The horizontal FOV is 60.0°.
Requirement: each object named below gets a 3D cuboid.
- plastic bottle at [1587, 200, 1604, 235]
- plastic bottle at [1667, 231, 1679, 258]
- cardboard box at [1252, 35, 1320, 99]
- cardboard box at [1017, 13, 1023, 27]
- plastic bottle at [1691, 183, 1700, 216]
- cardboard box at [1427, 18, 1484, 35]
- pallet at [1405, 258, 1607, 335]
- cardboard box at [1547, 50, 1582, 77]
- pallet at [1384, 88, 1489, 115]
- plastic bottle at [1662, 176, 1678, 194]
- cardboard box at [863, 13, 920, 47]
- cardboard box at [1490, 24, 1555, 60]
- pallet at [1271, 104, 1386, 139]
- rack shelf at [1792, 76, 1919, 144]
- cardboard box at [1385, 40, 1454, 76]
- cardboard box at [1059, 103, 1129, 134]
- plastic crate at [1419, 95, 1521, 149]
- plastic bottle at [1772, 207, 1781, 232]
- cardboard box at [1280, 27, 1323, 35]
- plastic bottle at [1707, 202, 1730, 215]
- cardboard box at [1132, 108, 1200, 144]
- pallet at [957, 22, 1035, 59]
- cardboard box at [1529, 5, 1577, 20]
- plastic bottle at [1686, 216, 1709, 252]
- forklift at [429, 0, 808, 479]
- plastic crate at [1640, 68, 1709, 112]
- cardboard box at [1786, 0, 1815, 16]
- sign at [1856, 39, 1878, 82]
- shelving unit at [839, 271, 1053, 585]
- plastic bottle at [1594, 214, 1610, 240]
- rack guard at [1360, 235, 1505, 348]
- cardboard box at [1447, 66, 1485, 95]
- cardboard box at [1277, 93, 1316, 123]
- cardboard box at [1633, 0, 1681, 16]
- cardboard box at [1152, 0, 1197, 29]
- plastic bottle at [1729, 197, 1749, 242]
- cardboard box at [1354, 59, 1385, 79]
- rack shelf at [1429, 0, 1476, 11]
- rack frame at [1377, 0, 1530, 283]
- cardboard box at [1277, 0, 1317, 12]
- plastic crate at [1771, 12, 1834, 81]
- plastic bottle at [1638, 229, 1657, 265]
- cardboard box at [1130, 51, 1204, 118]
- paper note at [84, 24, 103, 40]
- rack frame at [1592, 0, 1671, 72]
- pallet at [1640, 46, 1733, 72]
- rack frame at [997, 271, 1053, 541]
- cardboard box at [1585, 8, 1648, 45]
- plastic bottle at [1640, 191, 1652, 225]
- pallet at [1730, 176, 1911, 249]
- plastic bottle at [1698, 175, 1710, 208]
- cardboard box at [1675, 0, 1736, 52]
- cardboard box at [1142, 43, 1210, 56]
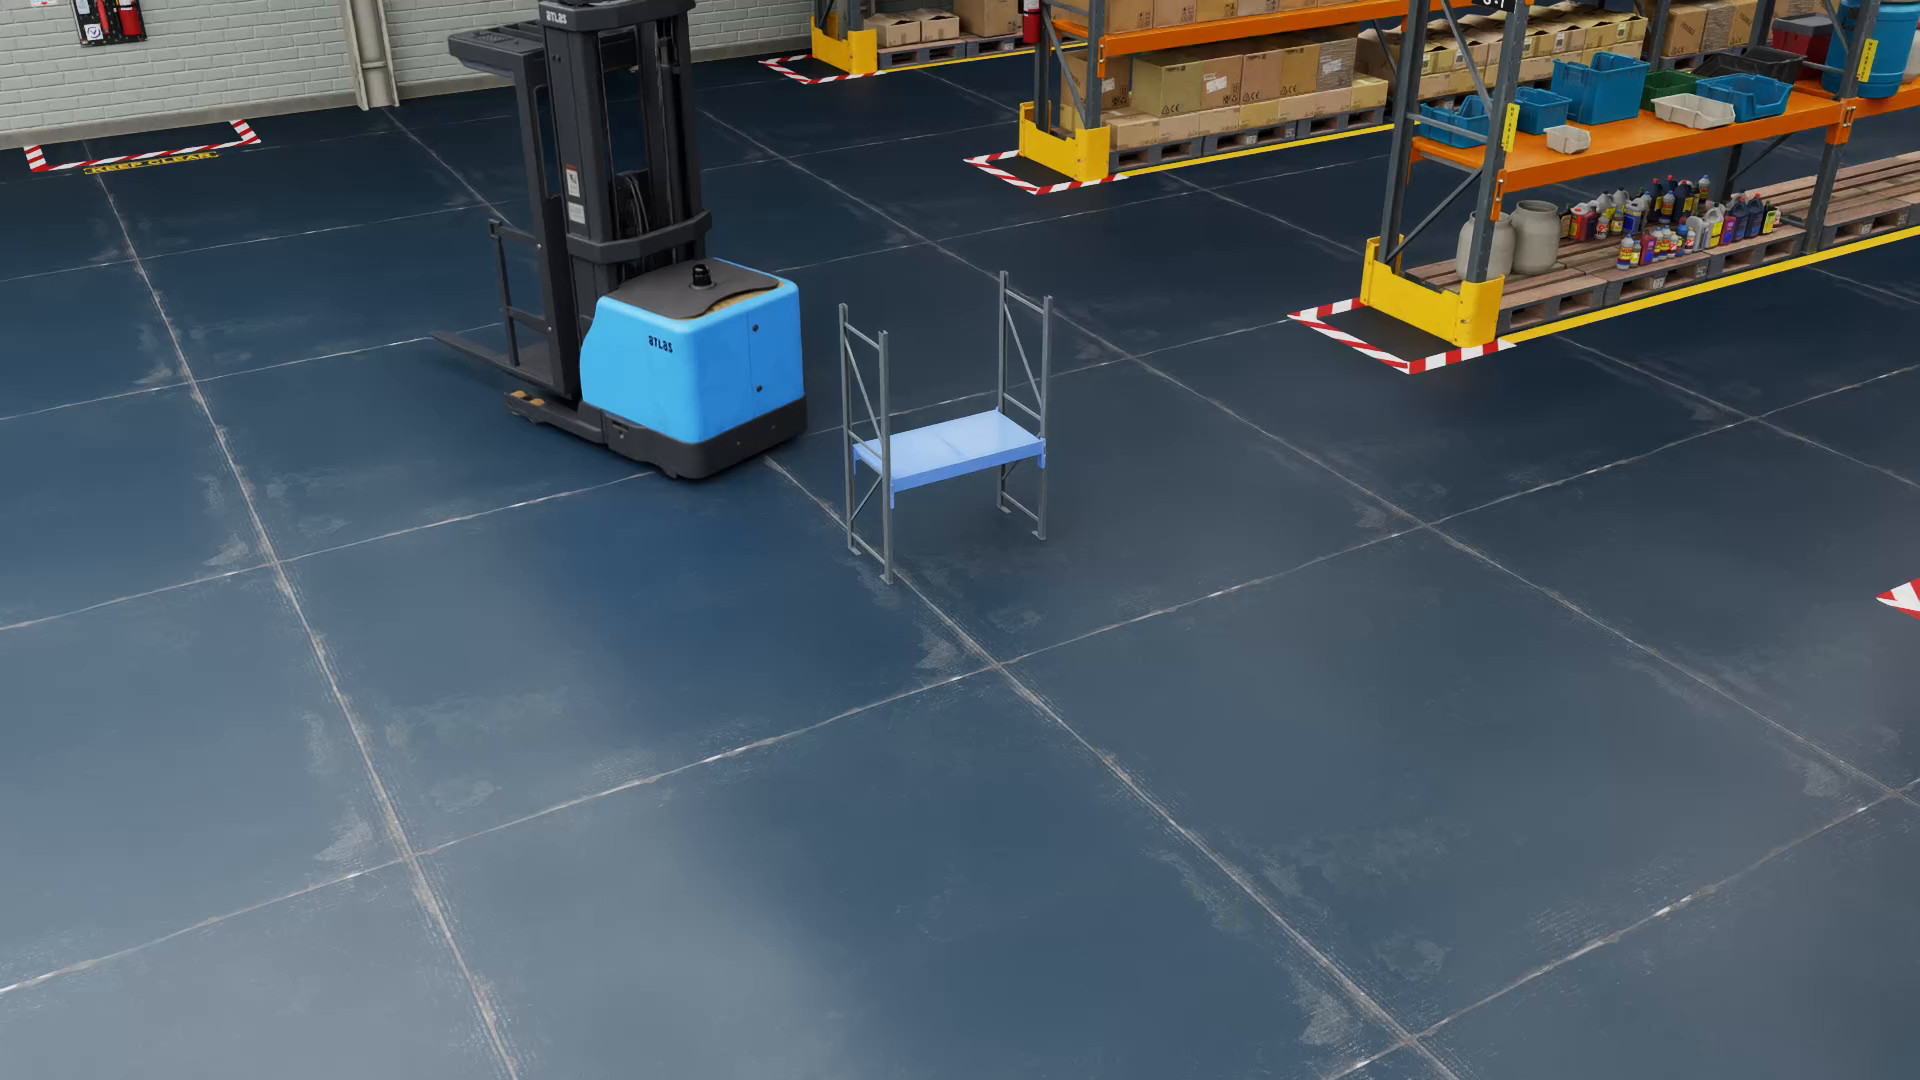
[{"bbox_3d":[5.257,-2.688,13.880,0.135,0.276,0.152,-17,33,-28],"label":"plastic bottle"},{"bbox_3d":[5.733,-2.386,13.409,0.097,0.201,0.097,0,29,0],"label":"plastic bottle"},{"bbox_3d":[3.332,-4.877,17.118,0.500,0.500,0.500,-16,33,-26],"label":"cardboard box"},{"bbox_3d":[0.585,-6.639,21.171,0.250,0.149,0.380,-19,34,-30],"label":"cardboard box"},{"bbox_3d":[6.286,-2.924,14.300,0.133,0.283,0.061,-16,33,-26],"label":"plastic bottle"},{"bbox_3d":[5.568,-5.710,18.823,0.500,0.311,0.500,-16,33,-26],"label":"cardboard box"},{"bbox_3d":[4.290,-1.986,13.129,1.213,0.211,1.003,-16,33,-26],"label":"pallet"},{"bbox_3d":[6.728,-5.494,19.013,0.500,0.250,0.500,-15,32,-25],"label":"cardboard box"},{"bbox_3d":[5.103,-4.991,18.575,1.213,0.211,1.003,-16,33,-26],"label":"pallet"},{"bbox_3d":[6.087,-2.959,14.293,0.185,0.351,0.144,-15,32,-25],"label":"plastic bottle"},{"bbox_3d":[-0.832,-6.246,20.291,0.500,0.311,0.500,-20,35,-32],"label":"cardboard box"},{"bbox_3d":[6.295,-5.615,18.651,0.500,0.311,0.500,-15,32,-25],"label":"cardboard box"},{"bbox_3d":[3.780,-4.617,17.898,1.213,0.211,1.003,-16,33,-26],"label":"pallet"},{"bbox_3d":[8.718,-4.125,14.865,4.000,0.370,1.077,-16,33,-26],"label":"rack shelf"},{"bbox_3d":[4.970,-5.238,17.968,0.500,0.311,0.500,-16,33,-26],"label":"cardboard box"},{"bbox_3d":[1.351,-4.270,16.795,0.500,0.250,0.500,-16,33,-26],"label":"cardboard box"},{"bbox_3d":[3.825,-3.154,12.514,0.616,0.251,0.499,-16,33,-26],"label":"plastic crate"},{"bbox_3d":[6.839,-2.700,13.978,0.097,0.201,0.097,0,29,0],"label":"plastic bottle"},{"bbox_3d":[3.502,-5.215,17.730,0.500,0.500,0.500,-16,33,-26],"label":"cardboard box"},{"bbox_3d":[6.322,-2.682,13.868,0.135,0.276,0.152,-16,33,-26],"label":"plastic bottle"},{"bbox_3d":[2.043,-4.178,16.628,0.500,0.250,0.500,-16,33,-26],"label":"cardboard box"},{"bbox_3d":[0.360,-6.377,21.087,1.213,0.211,1.003,-16,33,-26],"label":"pallet"},{"bbox_3d":[6.887,-6.082,19.497,0.500,0.311,0.500,-17,33,-28],"label":"cardboard box"},{"bbox_3d":[5.998,-2.509,13.555,0.135,0.276,0.152,-15,32,-25],"label":"plastic bottle"},{"bbox_3d":[-2.458,-2.240,10.775,3.031,2.935,1.130,22,36,34],"label":"forklift"},{"bbox_3d":[5.680,-3.643,13.466,0.662,0.188,0.450,-16,33,-26],"label":"plastic crate"},{"bbox_3d":[10.241,-6.591,20.721,0.500,0.500,0.500,-15,32,-26],"label":"cardboard box"},{"bbox_3d":[7.263,-3.840,13.317,0.005,0.325,0.100,-16,33,-26],"label":"sign"},{"bbox_3d":[-0.074,-0.636,9.350,1.048,1.500,0.538,-16,33,-26],"label":"shelving unit"},{"bbox_3d":[5.336,-2.608,13.812,0.097,0.201,0.097,0,29,0],"label":"plastic bottle"},{"bbox_3d":[3.586,-1.915,12.703,0.348,0.500,1.175,-16,33,-26],"label":"rack guard"},{"bbox_3d":[5.402,-5.115,18.325,0.500,0.250,0.500,-15,32,-25],"label":"cardboard box"},{"bbox_3d":[3.338,-4.544,17.290,0.500,0.250,0.500,-16,33,-26],"label":"cardboard box"},{"bbox_3d":[8.623,-6.419,20.409,0.500,0.500,0.500,-15,32,-24],"label":"cardboard box"},{"bbox_3d":[1.898,-5.319,16.181,0.500,0.500,0.700,-15,32,-25],"label":"cardboard box"},{"bbox_3d":[6.419,-2.659,13.750,0.185,0.351,0.144,-18,33,-29],"label":"plastic bottle"},{"bbox_3d":[4.698,-5.217,18.511,0.500,0.250,0.500,-16,33,-27],"label":"cardboard box"},{"bbox_3d":[6.212,-6.190,18.606,4.000,0.370,1.077,-16,33,-26],"label":"rack shelf"},{"bbox_3d":[3.545,-2.972,12.030,0.127,3.000,1.000,-16,33,-26],"label":"rack frame"},{"bbox_3d":[3.222,-5.695,16.861,0.500,0.500,0.700,-15,32,-26],"label":"cardboard box"},{"bbox_3d":[7.256,-4.225,14.235,0.583,0.464,0.402,-16,33,-26],"label":"plastic crate"},{"bbox_3d":[5.470,-2.337,13.236,0.133,0.283,0.061,-15,32,-26],"label":"plastic bottle"},{"bbox_3d":[2.044,-4.506,16.446,0.500,0.500,0.500,-16,33,-26],"label":"cardboard box"},{"bbox_3d":[-8.820,-5.172,16.930,0.142,0.148,0.016,-16,33,-26],"label":"paper note"},{"bbox_3d":[7.936,-6.994,19.319,0.127,3.000,1.000,-16,33,-26],"label":"rack frame"},{"bbox_3d":[8.599,-5.940,20.296,1.213,0.211,1.003,-16,33,-26],"label":"pallet"},{"bbox_3d":[0.365,-0.760,9.575,0.032,1.500,0.500,-16,33,-26],"label":"rack frame"},{"bbox_3d":[7.609,-5.989,19.328,0.500,0.311,0.500,-15,32,-25],"label":"cardboard box"},{"bbox_3d":[5.817,-2.826,14.135,0.097,0.271,0.097,0,29,0],"label":"plastic bottle"},{"bbox_3d":[7.651,-2.938,14.856,1.213,0.211,1.003,-16,33,-26],"label":"pallet"},{"bbox_3d":[6.497,-3.053,14.547,0.097,0.271,0.097,0,29,0],"label":"plastic bottle"},{"bbox_3d":[8.922,-6.215,20.040,0.500,0.500,0.500,-17,33,-28],"label":"cardboard box"},{"bbox_3d":[2.205,-4.850,17.070,0.500,0.500,0.500,-16,33,-26],"label":"cardboard box"}]
